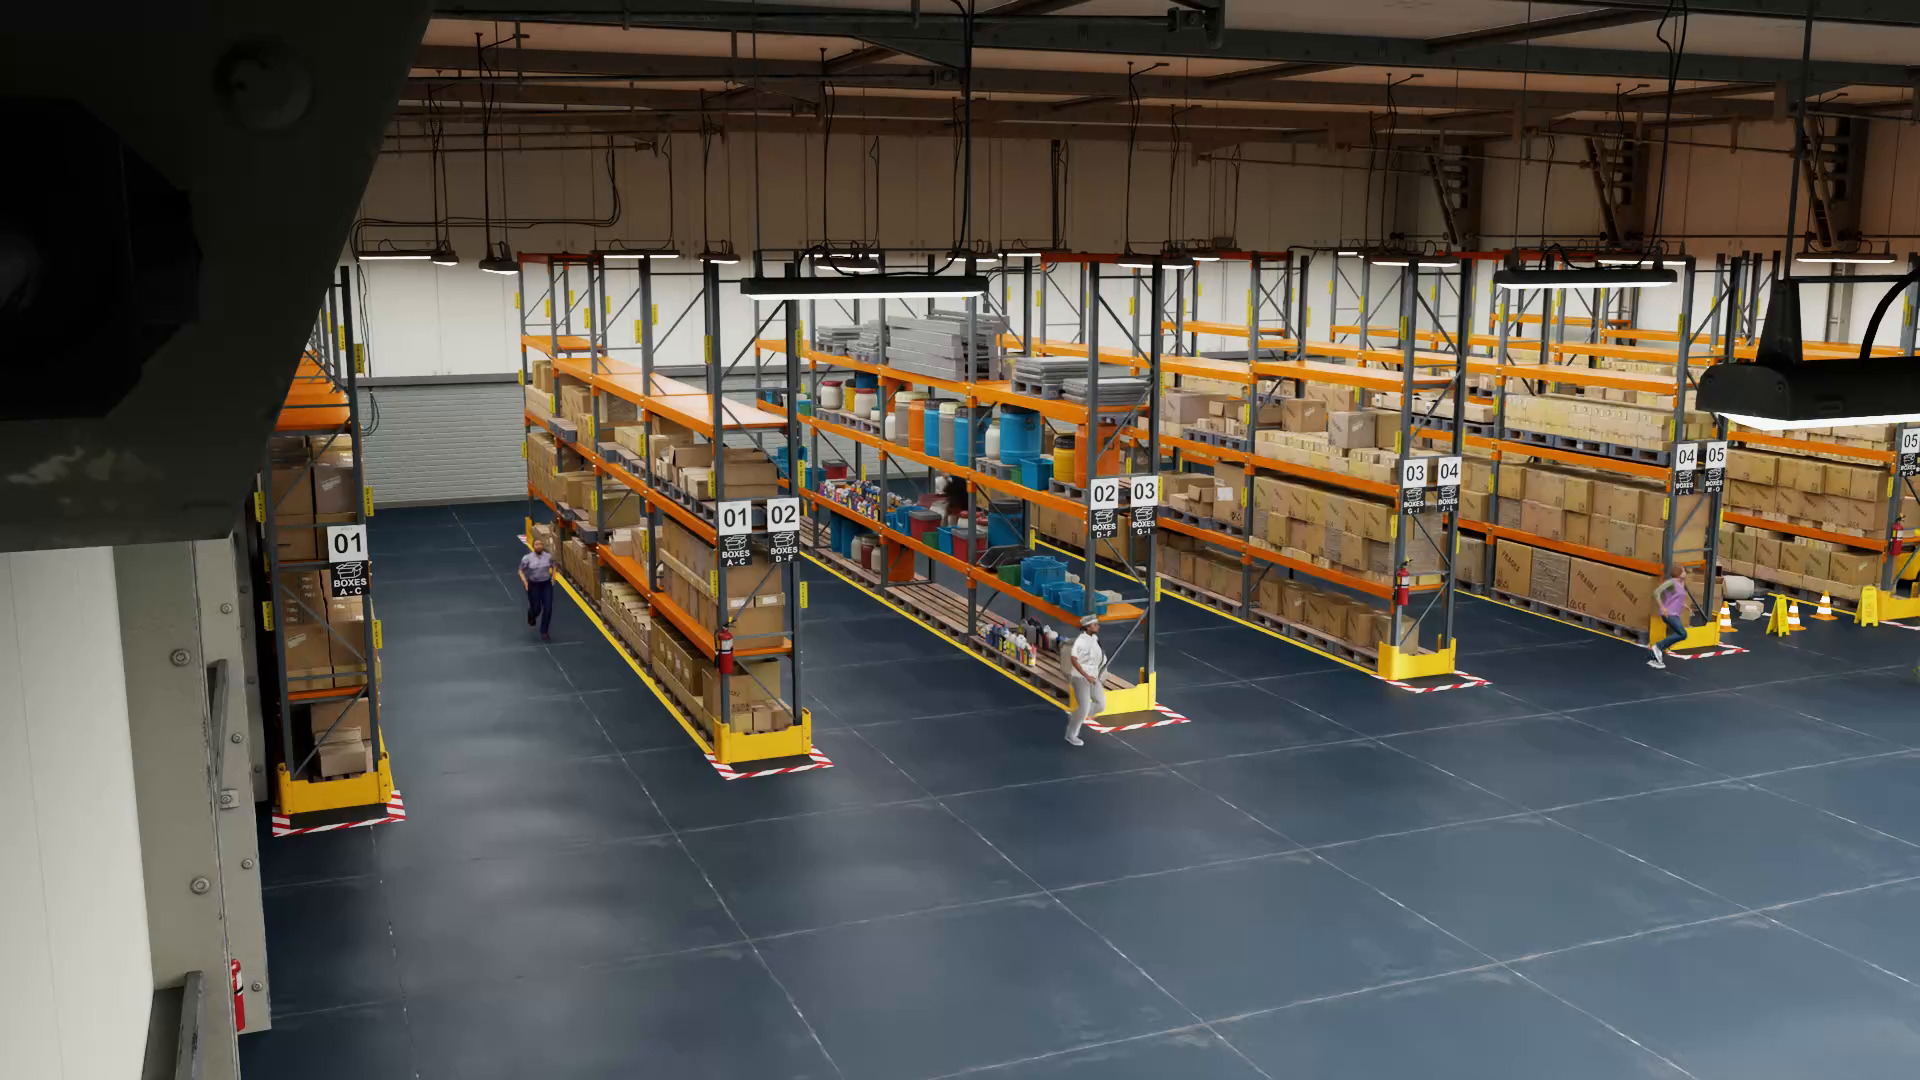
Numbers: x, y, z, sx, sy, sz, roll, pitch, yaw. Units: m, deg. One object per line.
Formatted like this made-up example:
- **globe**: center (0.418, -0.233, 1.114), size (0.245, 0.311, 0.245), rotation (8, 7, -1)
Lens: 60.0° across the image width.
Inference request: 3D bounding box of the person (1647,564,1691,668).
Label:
- **person**: center (10.562, 1.121, 24.637), size (0.527, 1.525, 0.551), rotation (9, 14, 40)

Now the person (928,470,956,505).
- **person**: center (-0.380, -0.743, 34.677), size (0.638, 1.666, 0.730), rotation (-5, 11, -25)

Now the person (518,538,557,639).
- **person**: center (-6.713, 0.755, 26.529), size (0.616, 1.612, 0.599), rotation (-5, 12, -27)

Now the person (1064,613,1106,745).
- **person**: center (1.639, 1.741, 21.046), size (0.482, 1.638, 0.632), rotation (7, 12, 34)
